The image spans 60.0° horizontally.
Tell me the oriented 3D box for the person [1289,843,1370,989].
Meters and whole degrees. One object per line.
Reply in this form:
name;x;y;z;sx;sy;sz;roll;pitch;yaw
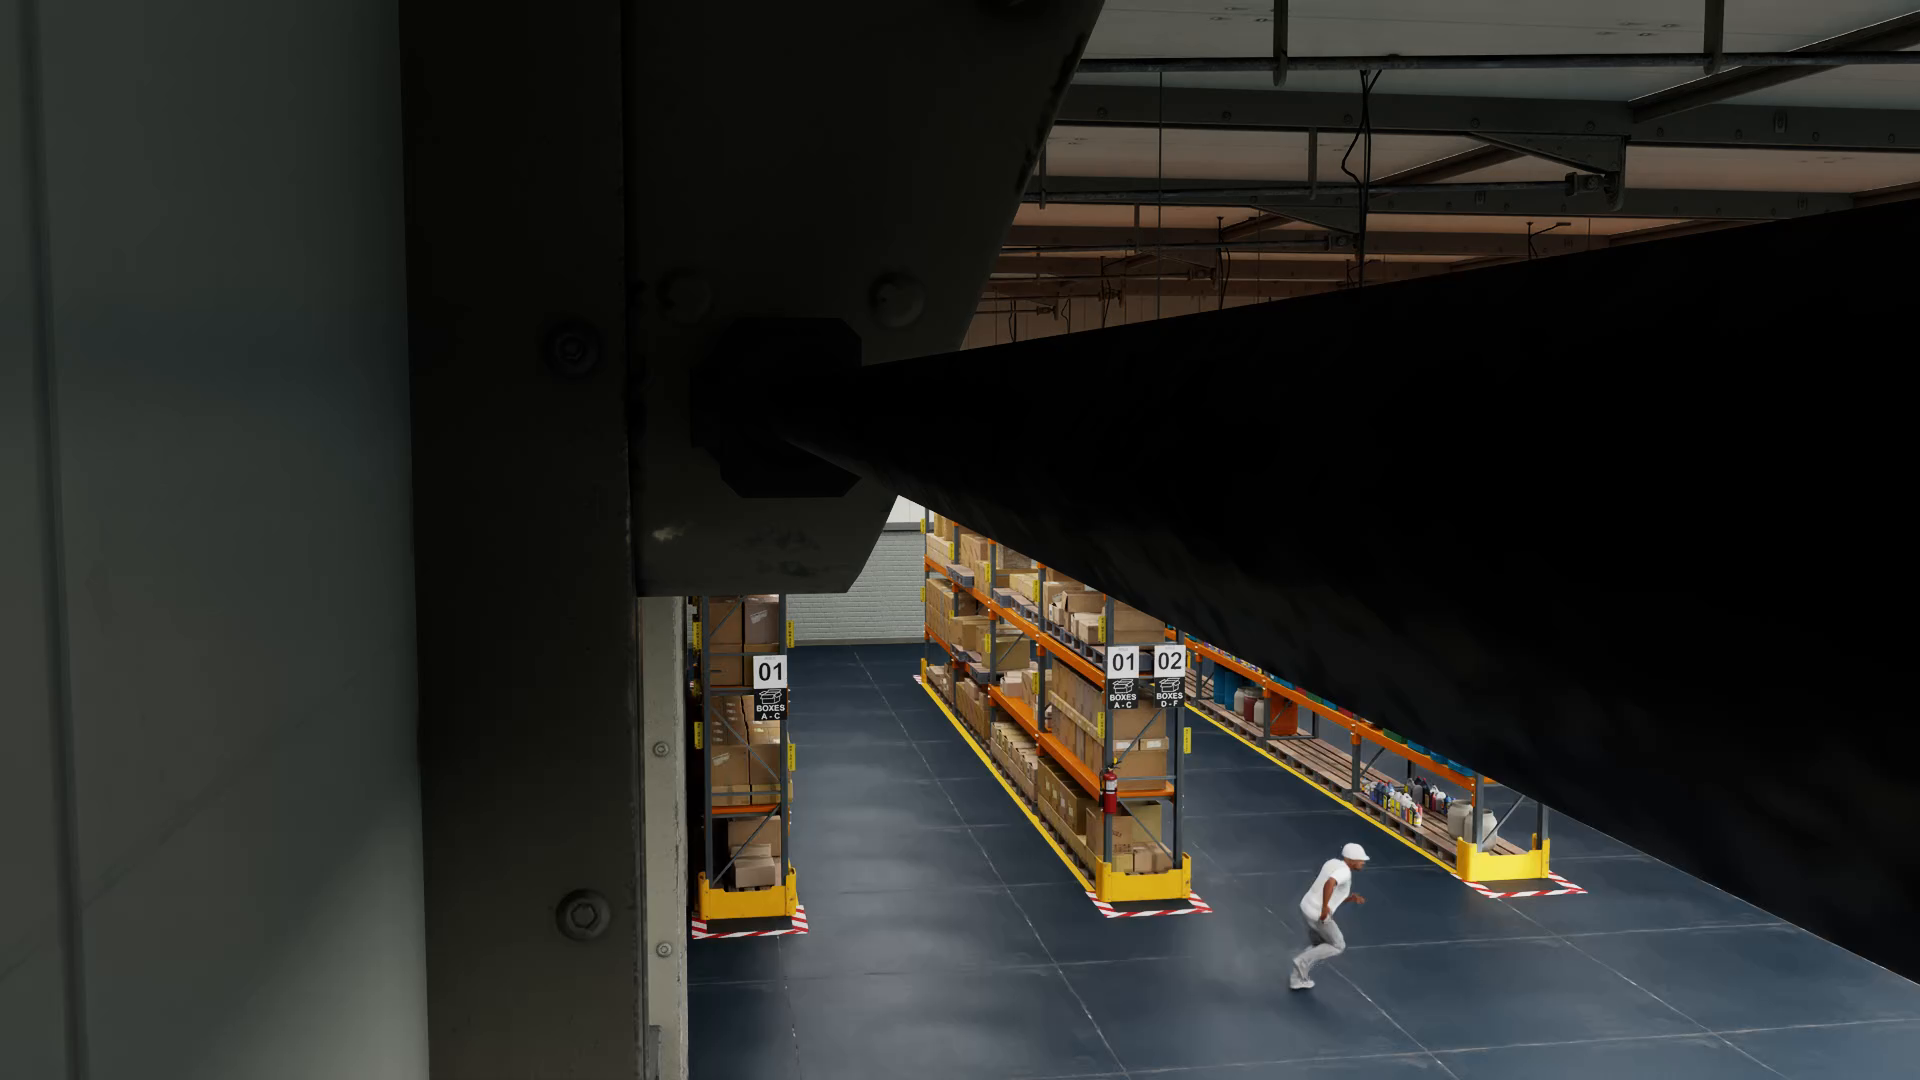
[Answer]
person;3.915;3.997;17.589;0.827;1.574;0.735;0;5;-2
